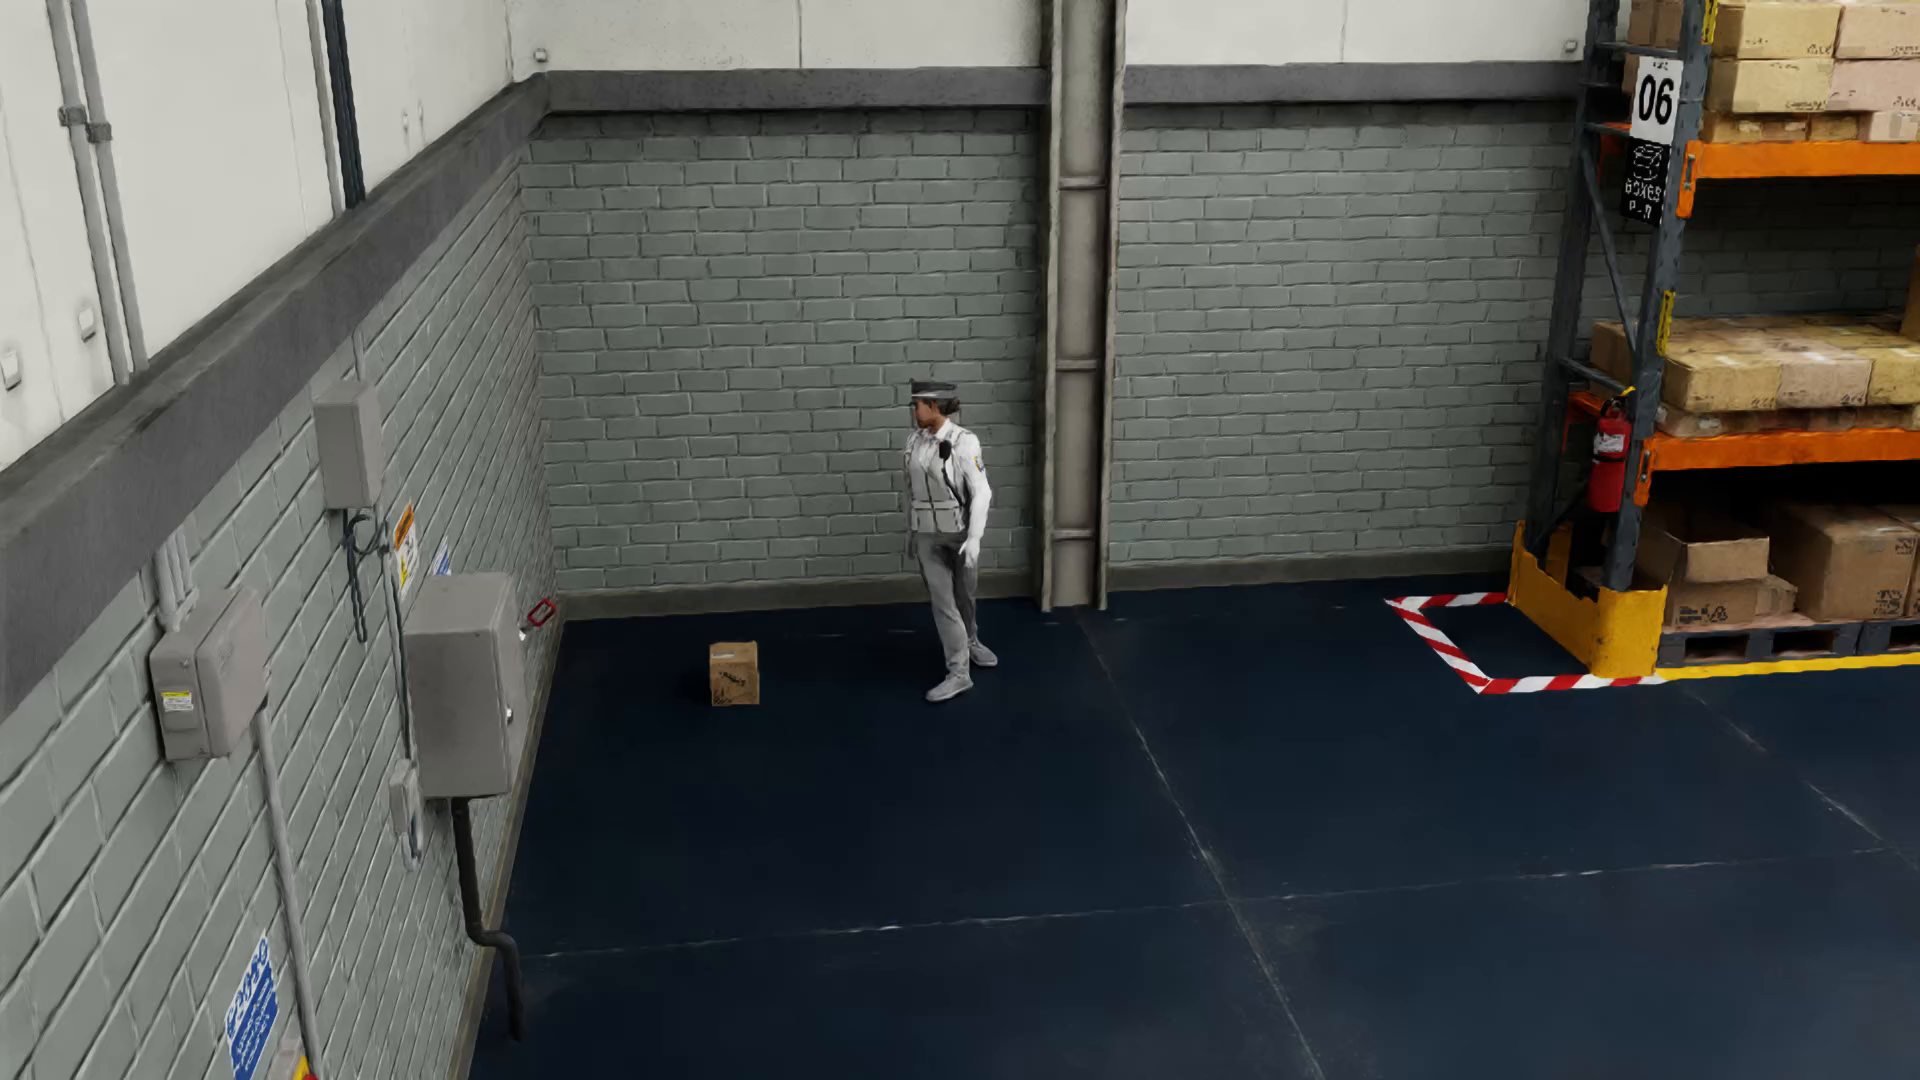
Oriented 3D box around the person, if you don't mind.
[{"bbox_3d":[-0.080,-0.028,8.665,0.519,1.642,0.688,6,21,16],"label":"person"}]
